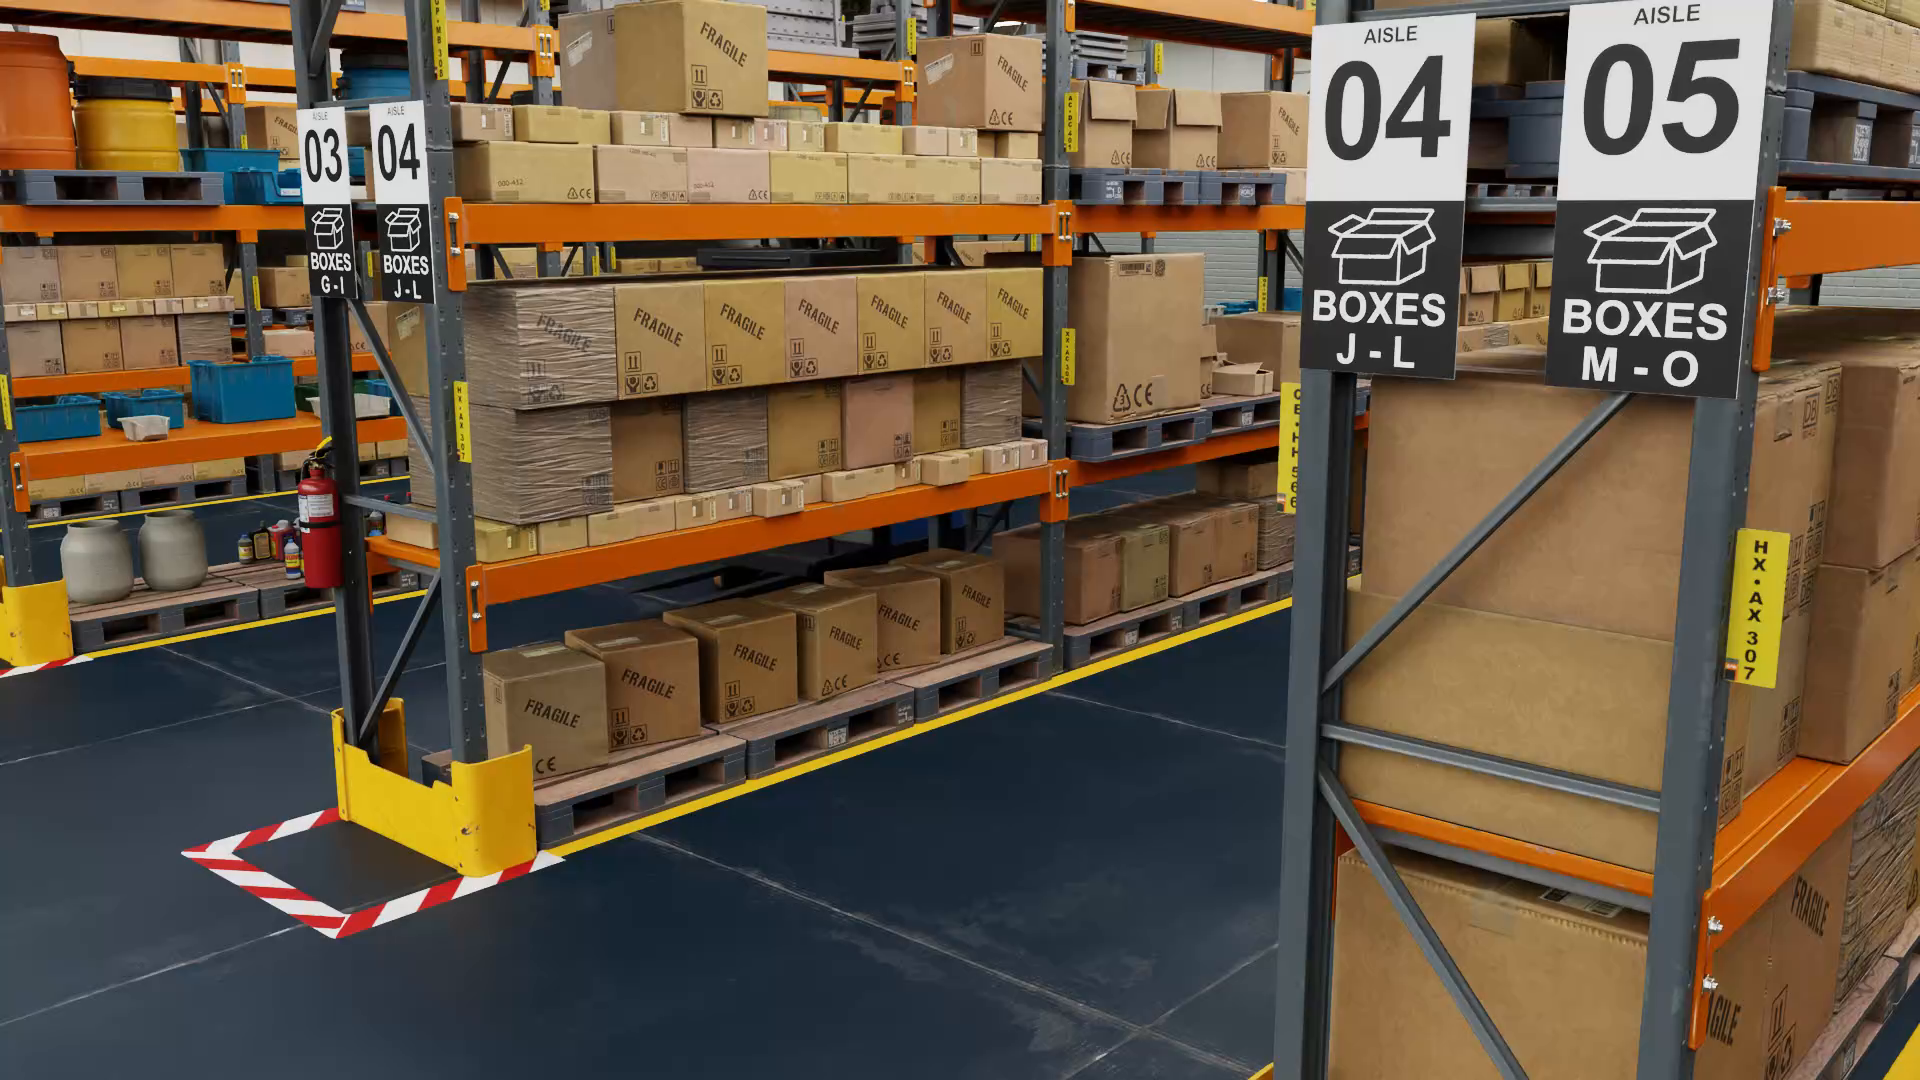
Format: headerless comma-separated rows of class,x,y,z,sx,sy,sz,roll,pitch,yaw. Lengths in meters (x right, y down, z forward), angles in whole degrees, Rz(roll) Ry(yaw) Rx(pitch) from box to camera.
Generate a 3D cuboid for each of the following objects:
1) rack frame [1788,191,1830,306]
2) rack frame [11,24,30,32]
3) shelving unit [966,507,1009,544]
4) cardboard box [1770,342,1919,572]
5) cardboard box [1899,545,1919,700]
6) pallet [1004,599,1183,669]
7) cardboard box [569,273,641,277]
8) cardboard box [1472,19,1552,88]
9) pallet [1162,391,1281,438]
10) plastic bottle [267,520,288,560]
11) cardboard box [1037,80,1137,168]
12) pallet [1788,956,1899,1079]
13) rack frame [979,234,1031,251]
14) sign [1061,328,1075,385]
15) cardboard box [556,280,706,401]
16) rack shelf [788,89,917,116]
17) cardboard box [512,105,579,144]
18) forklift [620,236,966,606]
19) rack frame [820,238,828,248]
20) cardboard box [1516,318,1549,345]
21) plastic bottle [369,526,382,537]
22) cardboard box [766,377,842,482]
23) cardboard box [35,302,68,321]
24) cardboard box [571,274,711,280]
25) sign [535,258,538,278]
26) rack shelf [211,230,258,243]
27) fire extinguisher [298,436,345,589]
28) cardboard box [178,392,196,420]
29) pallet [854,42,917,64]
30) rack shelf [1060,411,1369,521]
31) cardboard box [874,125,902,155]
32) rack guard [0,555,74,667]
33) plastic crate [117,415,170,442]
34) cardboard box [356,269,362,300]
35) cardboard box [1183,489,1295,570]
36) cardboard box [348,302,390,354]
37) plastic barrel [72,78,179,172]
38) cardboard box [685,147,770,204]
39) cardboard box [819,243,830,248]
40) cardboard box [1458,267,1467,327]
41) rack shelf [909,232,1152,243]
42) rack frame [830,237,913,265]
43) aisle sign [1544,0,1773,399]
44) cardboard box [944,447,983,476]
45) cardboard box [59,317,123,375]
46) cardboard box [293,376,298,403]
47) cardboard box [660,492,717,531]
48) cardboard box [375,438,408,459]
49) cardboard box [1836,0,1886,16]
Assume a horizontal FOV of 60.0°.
rack frame,3.873,-0.057,6.838,1.000,3.000,0.127,10,15,40
rack frame,-10.948,-5.576,19.155,1.000,3.000,0.127,10,15,40
shelving unit,0.109,-1.054,14.127,0.431,2.100,0.503,10,15,40
cardboard box,2.273,-0.279,4.809,0.875,0.550,0.550,10,15,40
cardboard box,2.573,0.164,5.347,0.875,0.550,0.500,10,15,40
pallet,0.727,0.540,10.971,1.003,0.211,1.213,10,15,40
cardboard box,-4.253,-2.945,19.971,0.700,0.500,0.500,4,12,21
cardboard box,1.198,-1.164,4.036,0.380,0.149,0.250,10,15,40
pallet,1.579,-0.911,11.604,1.003,0.211,1.213,10,15,40
plastic bottle,-5.077,-0.005,12.411,0.152,0.276,0.135,10,15,41
cardboard box,0.599,-2.497,10.060,0.797,0.503,0.637,9,14,38
pallet,2.508,1.593,5.699,1.003,0.211,1.213,10,15,40
rack frame,0.697,-3.760,25.378,1.000,3.000,0.127,10,15,40
sign,0.627,-1.069,9.693,0.100,0.325,0.005,10,15,40
cardboard box,-1.523,-0.928,7.632,0.500,0.500,0.500,10,15,40
rack shelf,-0.623,-6.053,23.388,1.077,0.370,4.000,10,15,40
cardboard box,-1.827,-1.754,7.040,0.380,0.149,0.250,10,15,42
forklift,-1.192,-1.074,12.104,1.130,2.935,3.031,8,14,33
rack frame,-1.944,-3.171,22.432,1.000,3.000,0.127,10,15,40
cardboard box,5.060,-1.763,15.125,0.500,0.500,0.500,10,15,42
plastic bottle,-4.290,0.036,12.216,0.097,0.271,0.097,0,11,0
cardboard box,-1.101,-0.626,8.672,0.875,0.500,0.500,10,15,40
cardboard box,-8.255,-2.068,14.994,0.380,0.149,0.250,10,15,42
cardboard box,-1.591,-1.070,8.344,0.500,0.500,0.500,10,15,40
sign,-4.998,-3.181,19.724,0.100,0.325,0.005,10,15,40
rack shelf,-5.904,-3.407,17.788,1.077,0.370,4.000,10,15,40
fire extinguisher,-2.848,-0.129,7.398,0.296,0.674,0.183,10,15,40
cardboard box,-7.766,-1.192,16.554,0.500,0.500,0.500,10,15,40
pallet,-0.366,-4.697,16.257,1.213,0.211,1.003,10,15,40
rack shelf,1.535,-0.655,11.667,1.077,0.370,4.000,10,15,40
cardboard box,-0.517,-2.073,8.638,0.380,0.149,0.250,11,15,42
rack guard,-6.132,0.444,10.714,1.175,0.500,0.348,10,15,40
plastic crate,-5.314,-0.726,10.860,0.298,0.136,0.250,10,15,40
cardboard box,-8.194,-3.531,23.167,0.500,0.500,0.500,10,15,41
cardboard box,2.071,-0.107,12.348,0.700,0.500,0.500,8,14,36
cardboard box,-6.357,-2.232,17.472,0.500,0.500,0.500,-11,16,-43
plastic barrel,-5.489,-2.718,10.952,0.600,0.588,0.600,0,11,0
cardboard box,-1.248,-1.709,7.831,0.500,0.250,0.500,10,15,40
cardboard box,-1.804,-3.819,22.864,0.500,0.500,0.500,10,15,41
cardboard box,3.782,-2.044,13.968,0.797,0.503,0.637,10,15,42
rack shelf,0.455,-3.354,17.526,1.077,0.370,4.000,10,15,40
rack frame,-0.866,-1.942,16.276,1.000,3.000,0.127,10,15,40
aisle sign,1.412,-0.694,3.391,0.394,0.787,0.004,10,15,40
cardboard box,-0.089,-0.456,9.476,0.380,0.149,0.250,10,15,40
cardboard box,-8.190,-1.826,15.438,0.700,0.500,0.500,10,15,41
cardboard box,-9.171,-2.039,22.022,0.700,0.500,0.500,10,15,40
cardboard box,-1.383,-0.157,7.980,0.380,0.149,0.250,10,15,40
cardboard box,-6.094,-1.031,17.663,0.500,0.250,0.500,9,15,39
cardboard box,1.744,-1.305,3.722,0.500,0.250,0.500,10,15,40
